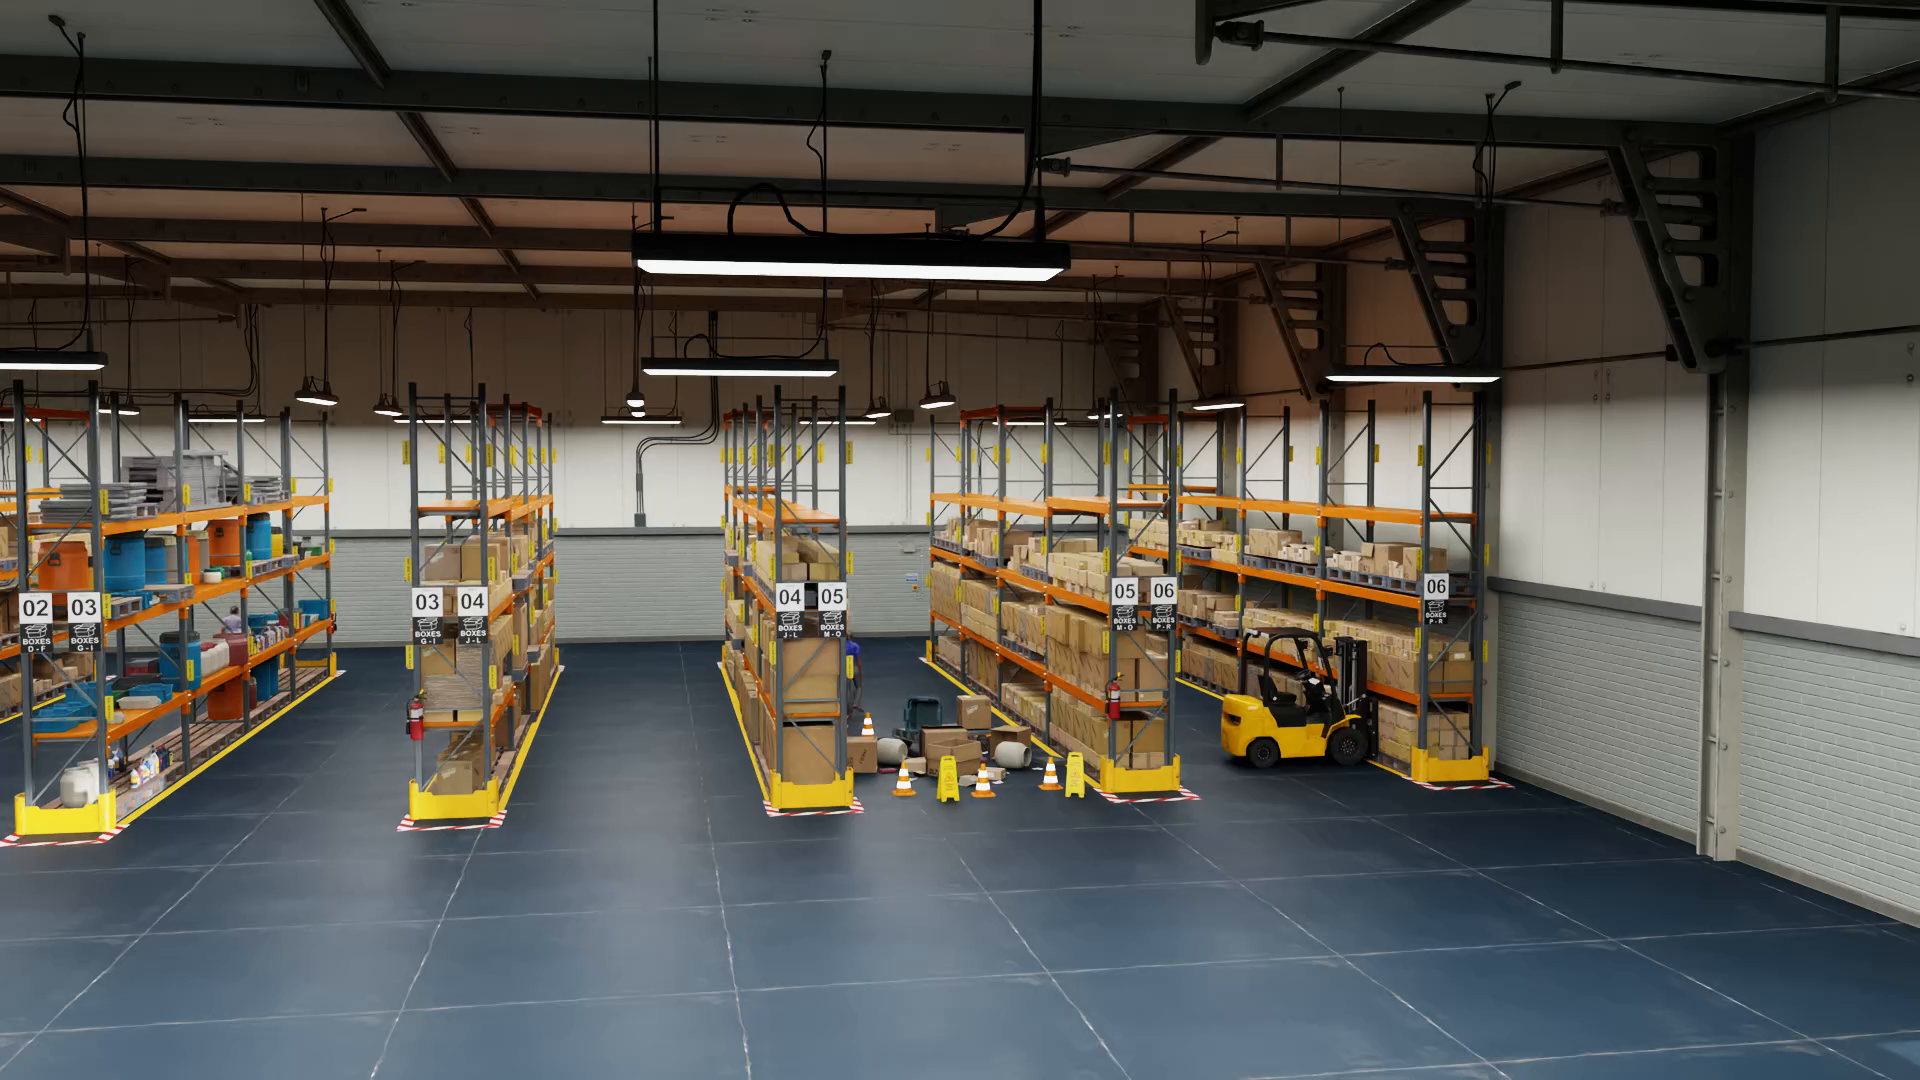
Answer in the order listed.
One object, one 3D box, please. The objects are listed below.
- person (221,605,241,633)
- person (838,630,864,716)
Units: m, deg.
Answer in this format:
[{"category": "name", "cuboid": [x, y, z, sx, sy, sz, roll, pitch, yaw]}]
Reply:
[{"category": "person", "cuboid": [-16.273, 2.289, 37.155, 0.514, 1.648, 0.474, 0, 3, -7]}, {"category": "person", "cuboid": [-2.102, 2.553, 31.968, 0.509, 1.646, 0.457, 0, 3, -2]}]
